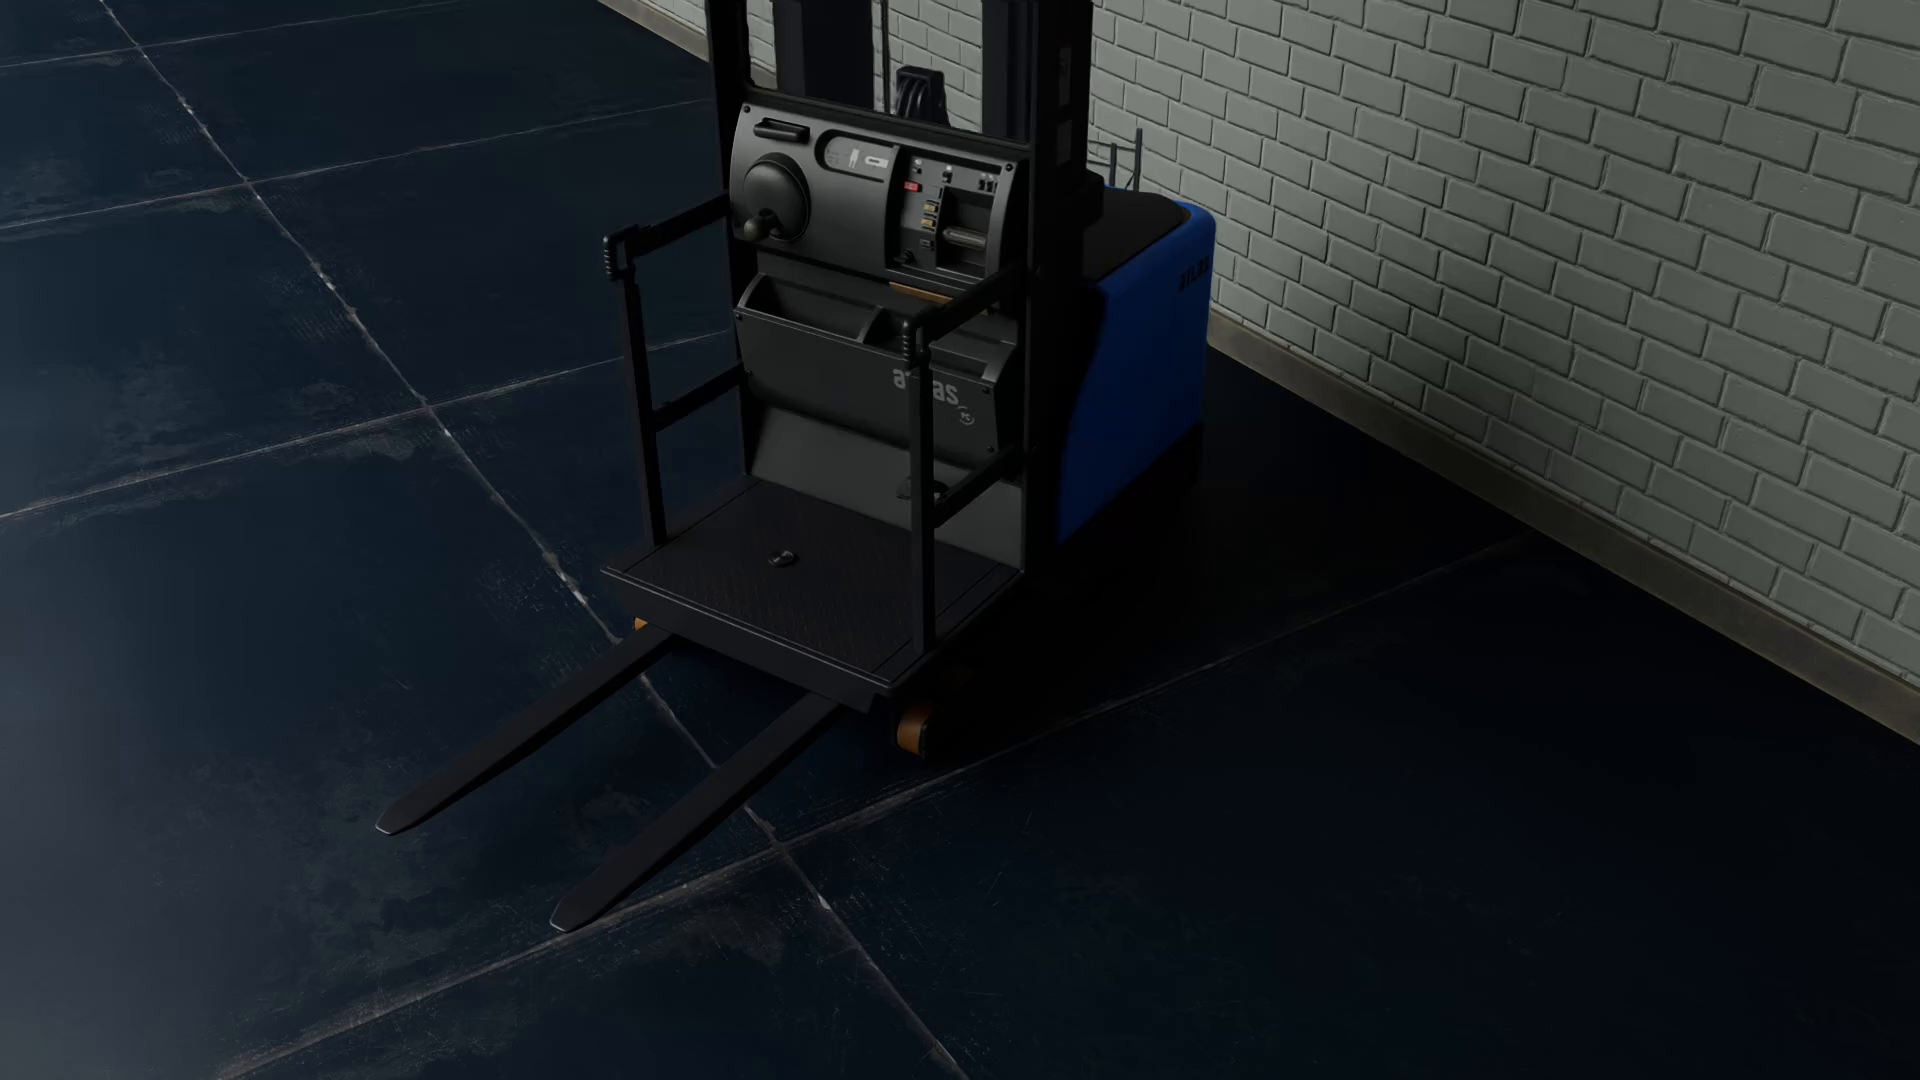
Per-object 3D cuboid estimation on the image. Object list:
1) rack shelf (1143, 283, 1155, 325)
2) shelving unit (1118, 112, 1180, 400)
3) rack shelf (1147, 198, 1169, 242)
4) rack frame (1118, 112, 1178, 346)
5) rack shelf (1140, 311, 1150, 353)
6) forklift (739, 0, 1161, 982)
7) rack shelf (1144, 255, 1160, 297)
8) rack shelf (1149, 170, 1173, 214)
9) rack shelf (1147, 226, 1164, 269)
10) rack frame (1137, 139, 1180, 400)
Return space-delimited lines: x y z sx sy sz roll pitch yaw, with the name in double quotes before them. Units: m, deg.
"rack shelf" 0.630 -0.942 6.550 0.258 0.180 0.103 8 77 12
"shelving unit" 0.660 -1.100 6.587 0.258 0.189 1.200 8 77 12
"rack shelf" 0.694 -1.287 6.632 0.258 0.180 0.103 8 77 12
"rack frame" 0.644 -1.123 6.500 0.240 0.006 1.200 8 77 12
"rack shelf" 0.609 -0.827 6.522 0.258 0.180 0.103 8 77 12
"forklift" -0.034 -0.873 4.386 1.130 2.935 3.031 2 32 3
"rack shelf" 0.652 -1.057 6.577 0.258 0.180 0.103 8 77 12
"rack shelf" 0.716 -1.402 6.659 0.258 0.180 0.103 8 77 12
"rack shelf" 0.673 -1.172 6.604 0.258 0.180 0.103 8 77 12
"rack frame" 0.675 -1.076 6.674 0.240 0.006 1.200 8 77 12
